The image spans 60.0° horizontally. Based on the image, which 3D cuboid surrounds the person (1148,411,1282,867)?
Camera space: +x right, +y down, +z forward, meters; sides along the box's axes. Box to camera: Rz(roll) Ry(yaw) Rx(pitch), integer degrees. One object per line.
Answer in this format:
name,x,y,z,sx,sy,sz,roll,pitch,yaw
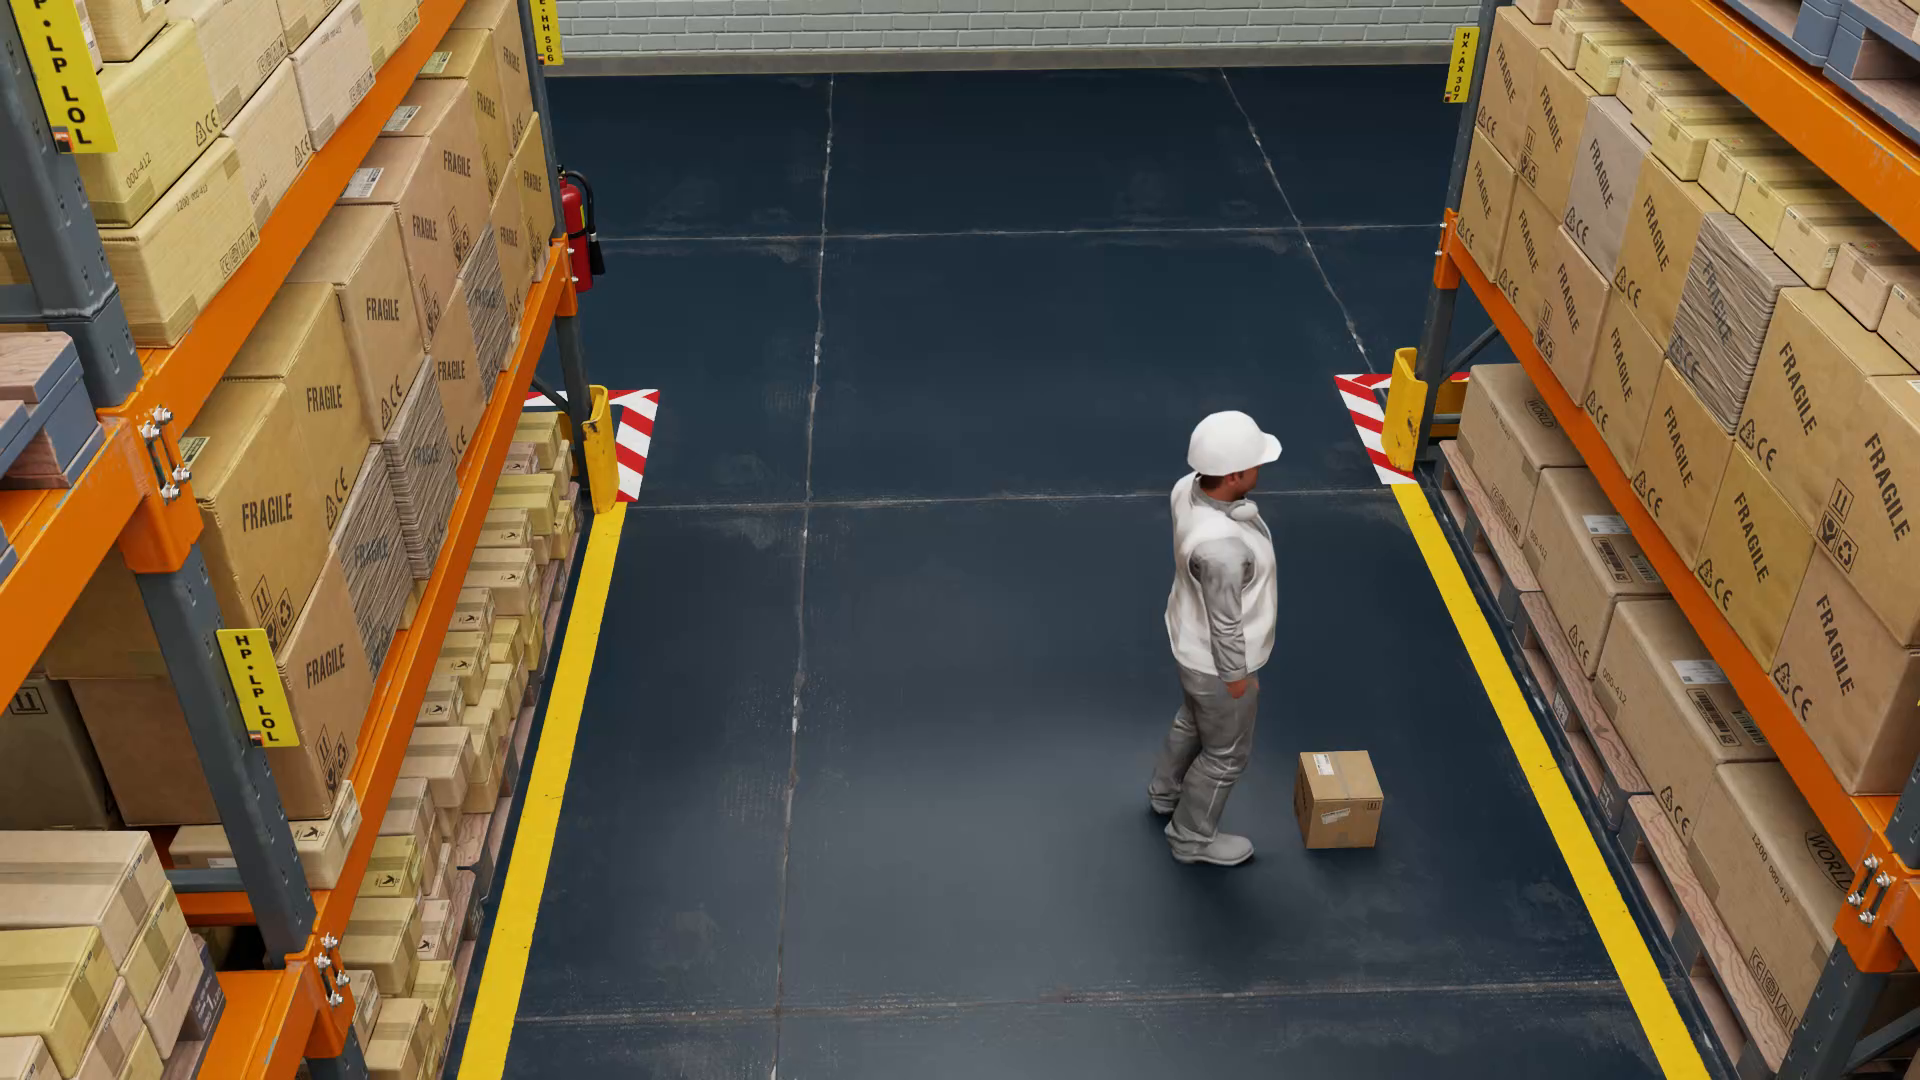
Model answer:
person,0.877,0.343,5.660,0.366,1.789,0.534,-1,35,-1
